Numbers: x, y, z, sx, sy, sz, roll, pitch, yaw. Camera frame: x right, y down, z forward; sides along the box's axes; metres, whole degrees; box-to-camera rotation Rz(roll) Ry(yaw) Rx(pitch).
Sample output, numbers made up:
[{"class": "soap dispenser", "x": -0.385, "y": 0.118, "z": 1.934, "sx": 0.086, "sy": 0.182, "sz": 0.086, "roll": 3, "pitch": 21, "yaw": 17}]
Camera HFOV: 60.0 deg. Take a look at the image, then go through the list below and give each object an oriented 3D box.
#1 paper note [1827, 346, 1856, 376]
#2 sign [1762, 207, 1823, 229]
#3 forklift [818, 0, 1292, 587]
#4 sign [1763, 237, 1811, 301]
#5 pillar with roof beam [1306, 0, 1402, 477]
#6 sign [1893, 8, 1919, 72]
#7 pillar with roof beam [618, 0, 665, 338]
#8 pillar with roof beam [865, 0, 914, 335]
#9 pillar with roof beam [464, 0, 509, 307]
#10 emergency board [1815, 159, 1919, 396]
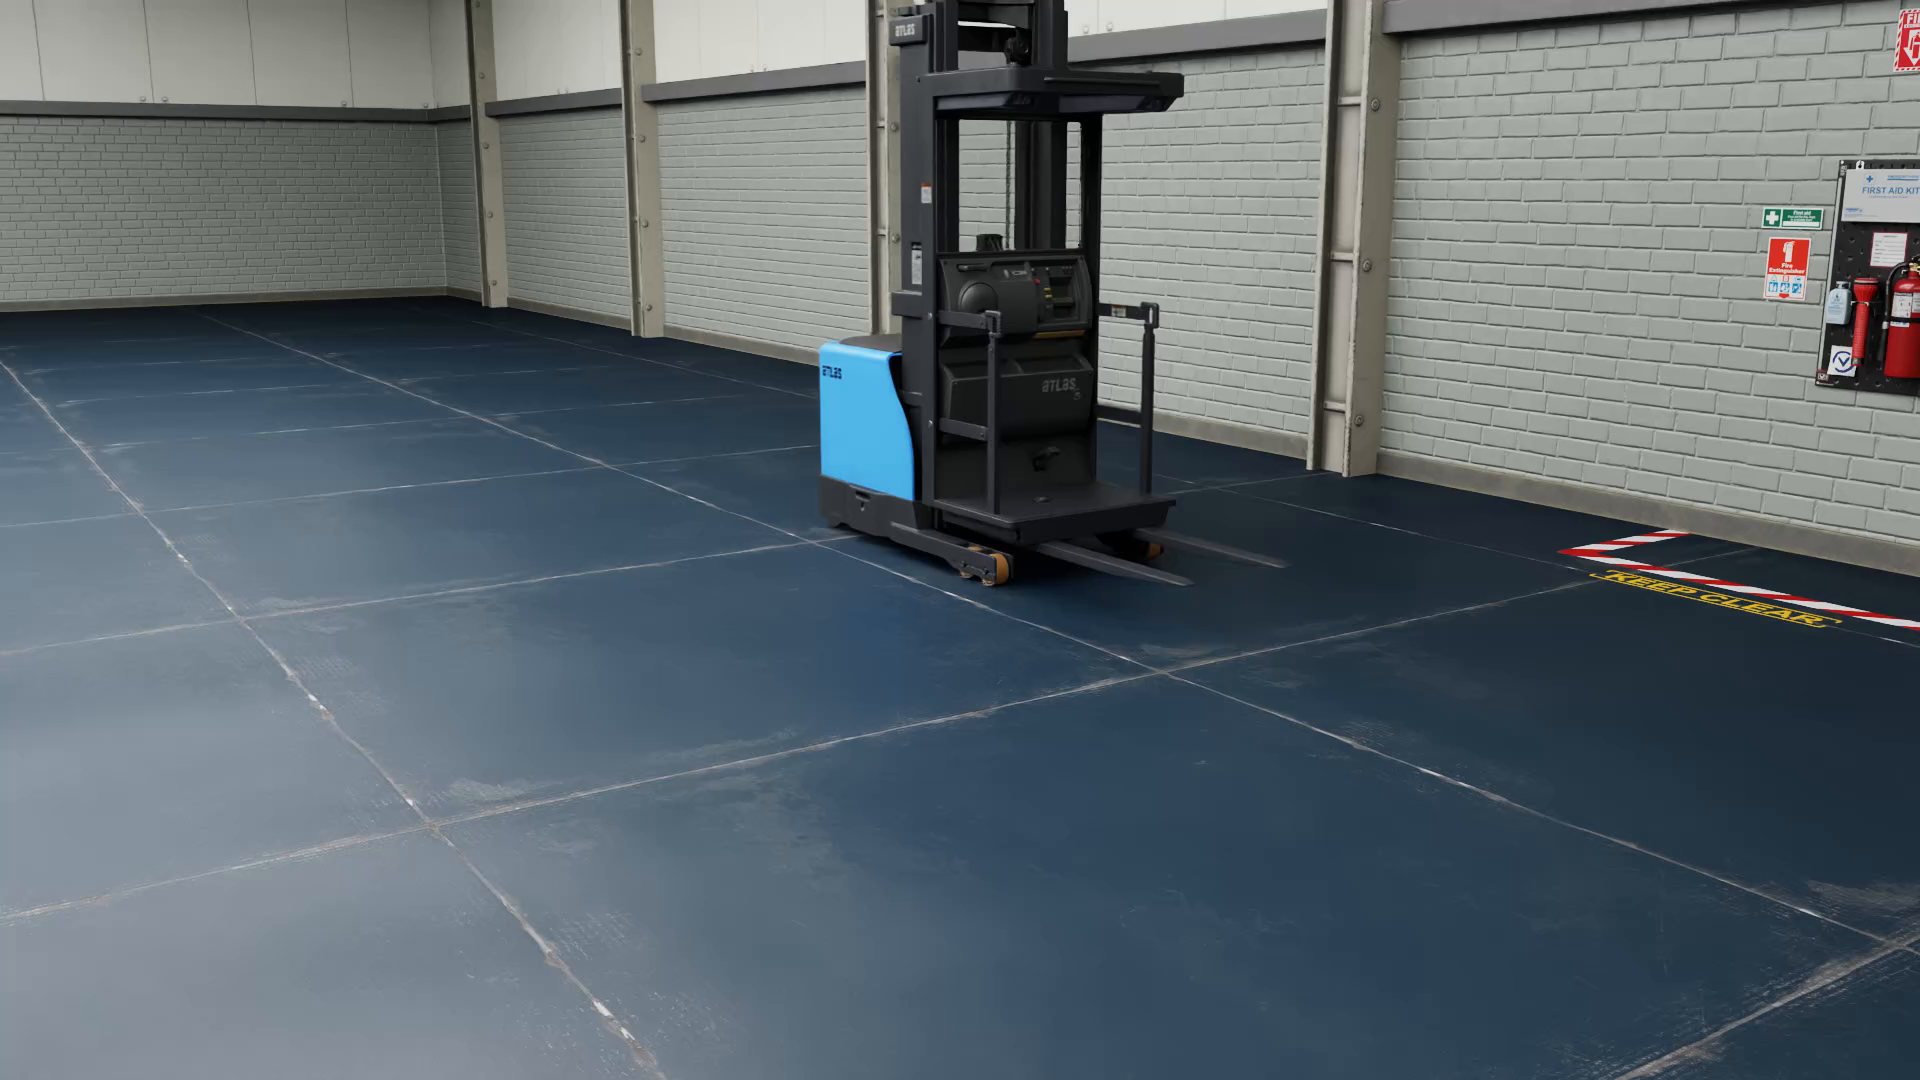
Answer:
[{"class": "paper note", "x": 4.605, "y": -0.934, "z": 8.672, "sx": 0.016, "sy": 0.148, "sz": 0.142, "roll": -8, "pitch": 15, "yaw": -33}, {"class": "sign", "x": 4.420, "y": -1.709, "z": 8.833, "sx": 0.001, "sy": 0.109, "sz": 0.331, "roll": -8, "pitch": 15, "yaw": -33}, {"class": "forklift", "x": 0.424, "y": -1.317, "z": 8.525, "sx": 1.130, "sy": 2.935, "sz": 3.031, "roll": -8, "pitch": 15, "yaw": -33}, {"class": "sign", "x": 4.425, "y": -1.452, "z": 8.898, "sx": 0.001, "sy": 0.329, "sz": 0.234, "roll": -8, "pitch": 15, "yaw": -33}, {"class": "pillar with roof beam", "x": -0.925, "y": -4.369, "z": 8.275, "sx": 9.100, "sy": 9.000, "sz": 0.400, "roll": -8, "pitch": 15, "yaw": -33}, {"class": "sign", "x": 4.724, "y": -2.470, "z": 8.210, "sx": 0.001, "sy": 0.298, "sz": 0.199, "roll": -8, "pitch": 15, "yaw": -33}, {"class": "pillar with roof beam", "x": -7.574, "y": -6.503, "z": 18.034, "sx": 9.100, "sy": 9.000, "sz": 0.400, "roll": -8, "pitch": 15, "yaw": -33}, {"class": "pillar with roof beam", "x": -4.250, "y": -5.436, "z": 13.154, "sx": 9.100, "sy": 9.000, "sz": 0.400, "roll": -8, "pitch": 15, "yaw": -33}, {"class": "pillar with roof beam", "x": -10.898, "y": -7.570, "z": 22.914, "sx": 9.100, "sy": 9.000, "sz": 0.400, "roll": -8, "pitch": 15, "yaw": -33}, {"class": "emergency board", "x": 4.645, "y": -1.324, "z": 8.397, "sx": 0.194, "sy": 1.169, "sz": 0.643, "roll": -8, "pitch": 15, "yaw": -33}]
